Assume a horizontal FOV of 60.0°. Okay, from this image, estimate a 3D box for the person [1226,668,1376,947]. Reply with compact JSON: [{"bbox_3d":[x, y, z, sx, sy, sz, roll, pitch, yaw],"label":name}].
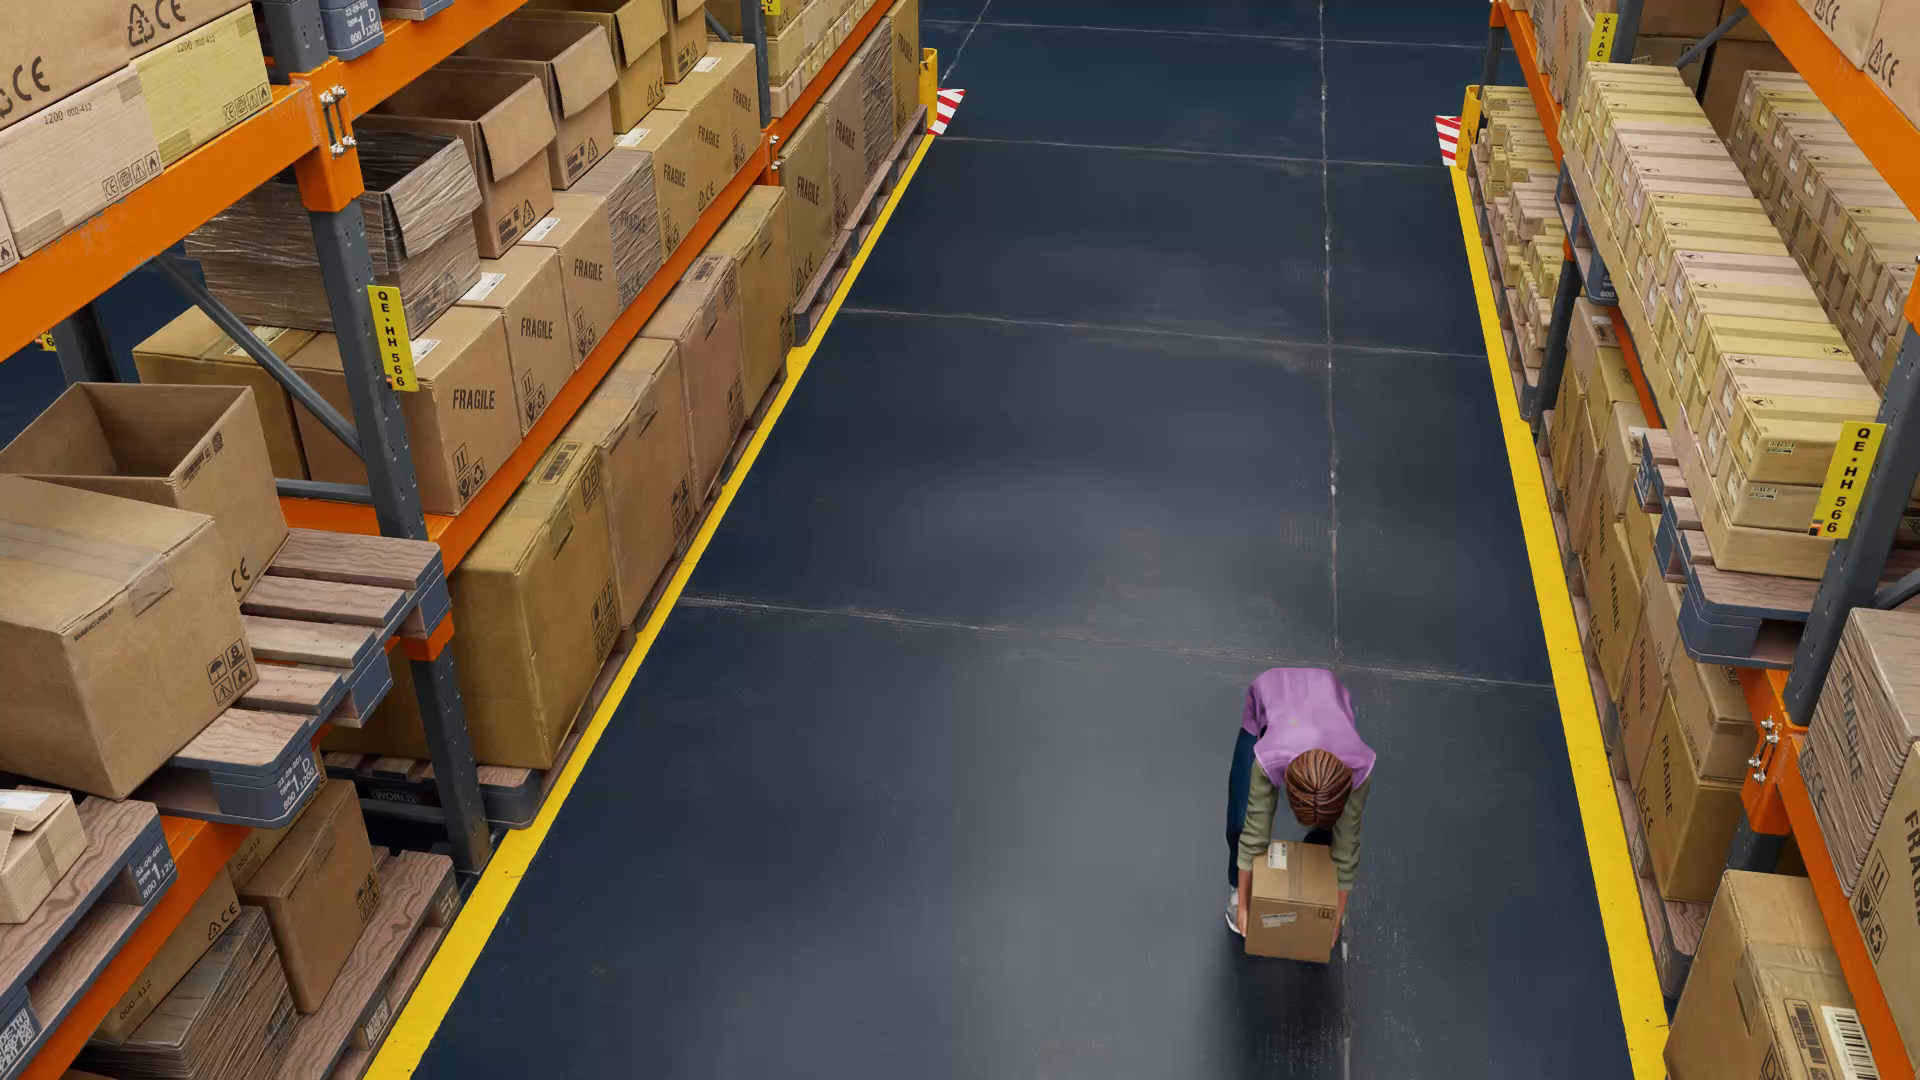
[{"bbox_3d":[1.048,0.915,5.230,0.407,1.056,0.849,4,33,6],"label":"person"}]
